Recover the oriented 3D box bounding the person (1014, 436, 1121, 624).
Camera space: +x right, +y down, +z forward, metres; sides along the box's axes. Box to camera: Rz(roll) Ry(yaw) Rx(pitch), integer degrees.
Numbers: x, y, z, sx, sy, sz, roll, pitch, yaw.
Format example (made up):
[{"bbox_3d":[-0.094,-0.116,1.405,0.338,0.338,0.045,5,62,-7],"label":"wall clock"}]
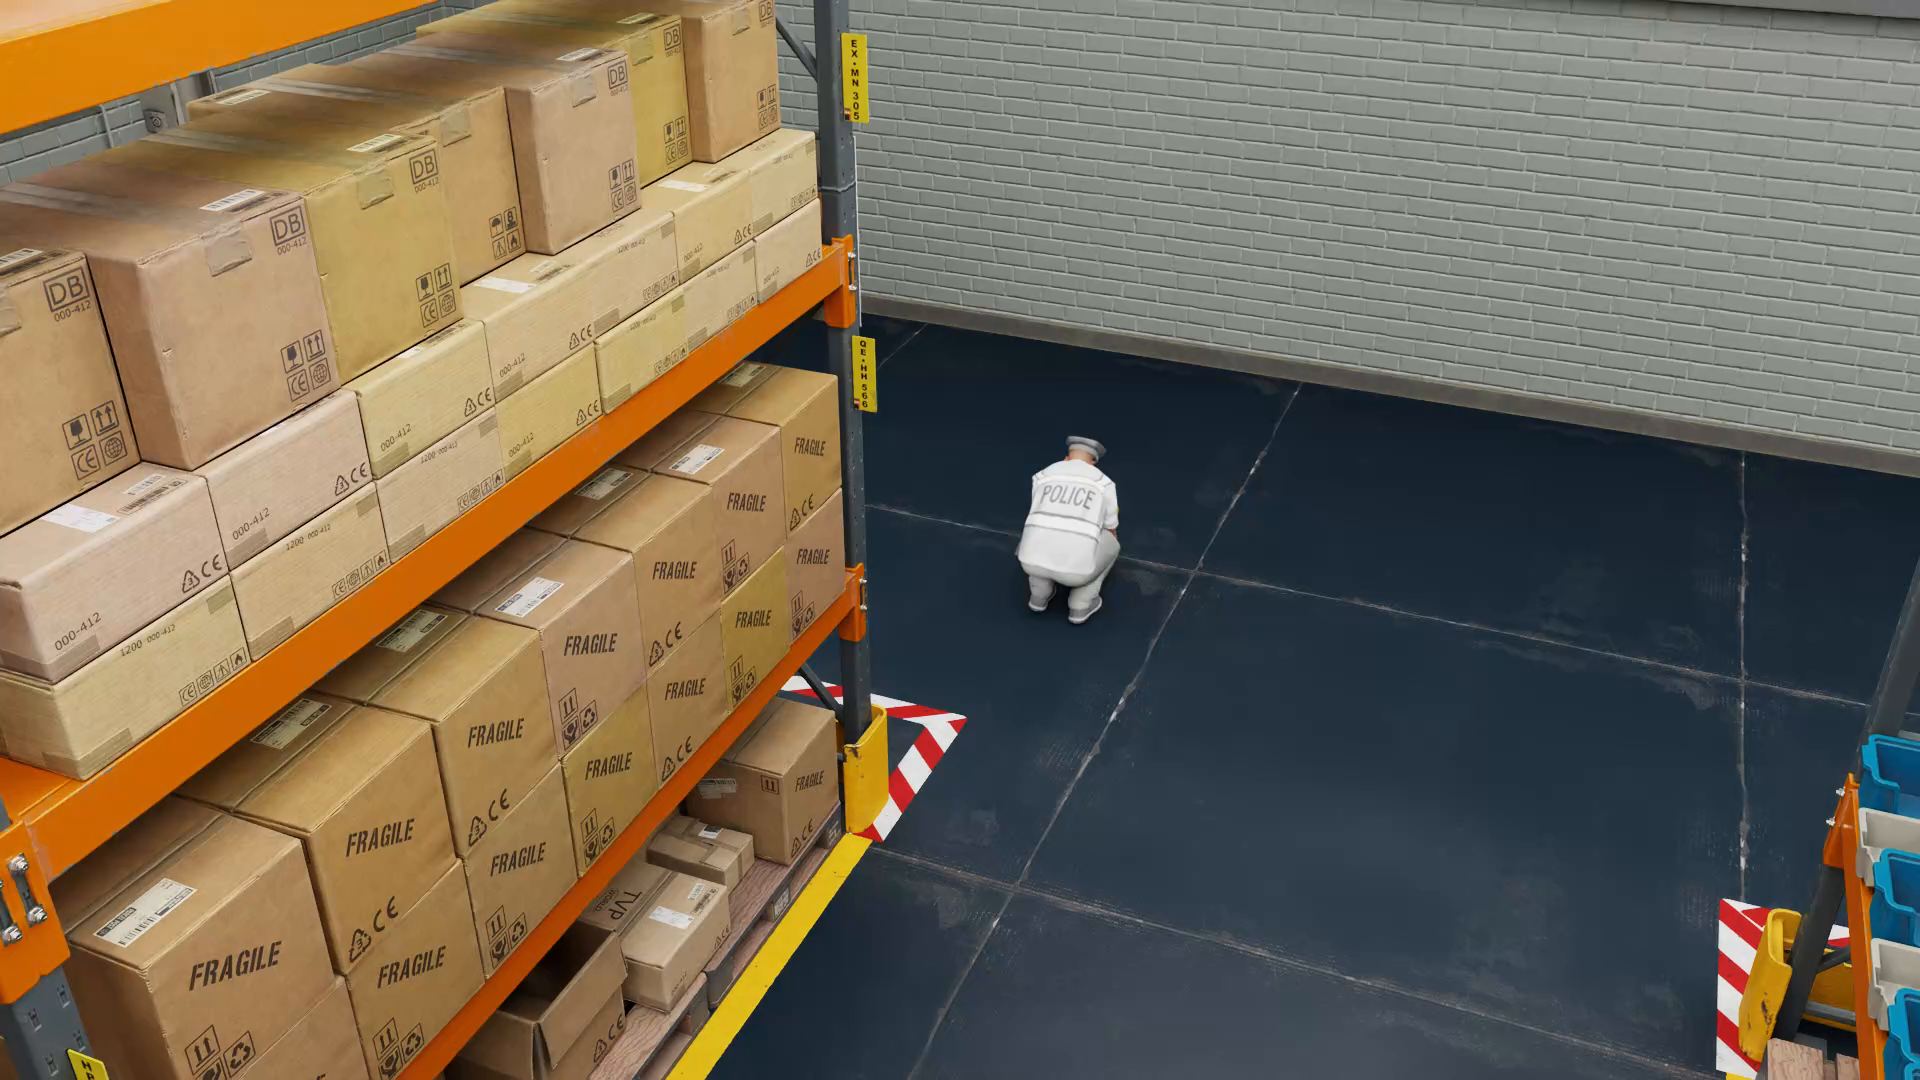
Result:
[{"bbox_3d":[0.633,-0.037,9.446,0.548,0.898,0.974,11,31,19],"label":"person"}]
